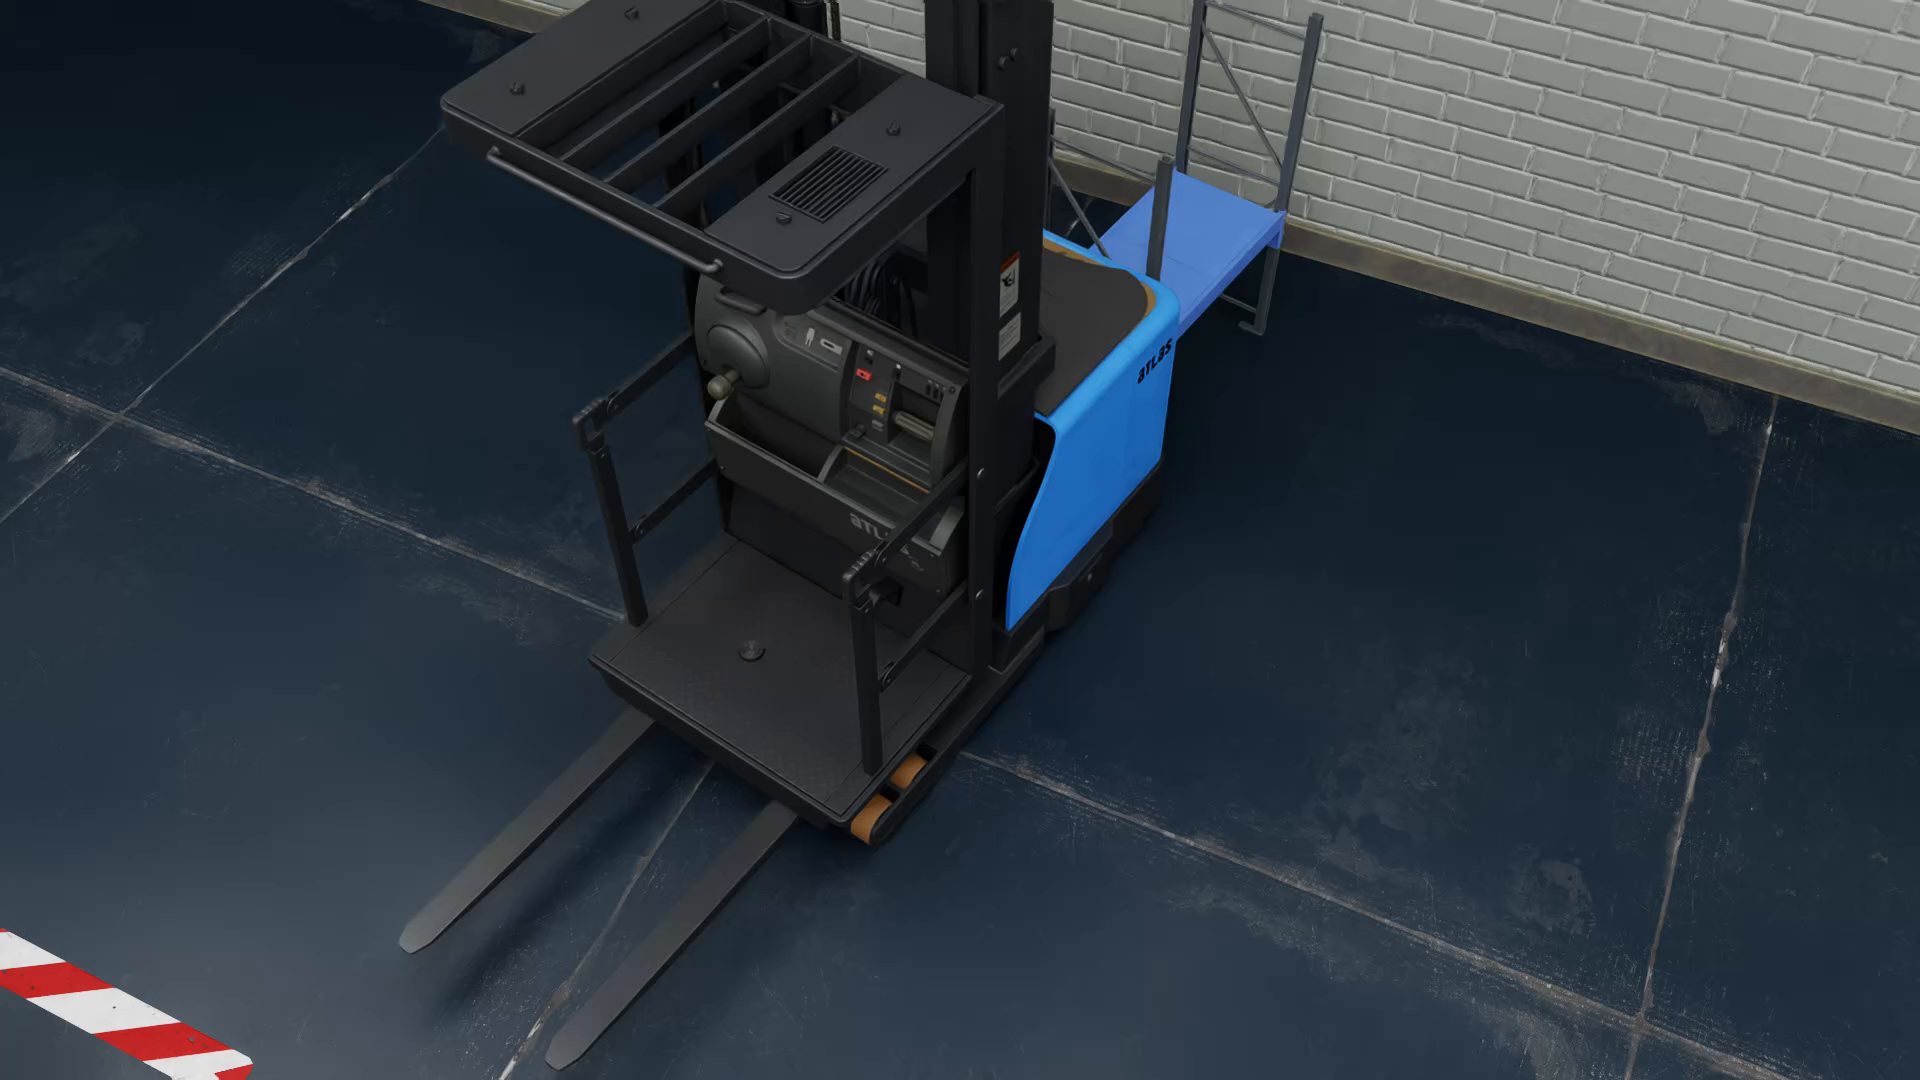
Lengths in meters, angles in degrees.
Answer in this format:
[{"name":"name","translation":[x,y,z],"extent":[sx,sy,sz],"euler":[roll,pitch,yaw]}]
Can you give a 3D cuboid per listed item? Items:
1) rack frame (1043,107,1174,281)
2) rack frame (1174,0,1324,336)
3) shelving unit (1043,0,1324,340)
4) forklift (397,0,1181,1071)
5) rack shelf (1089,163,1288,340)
[{"name":"rack frame","translation":[0.474,-0.834,5.975],"extent":[0.500,1.500,0.032],"euler":[29,55,22]},{"name":"rack frame","translation":[1.070,-1.461,6.508],"extent":[0.500,1.500,0.032],"euler":[29,55,22]},{"name":"shelving unit","translation":[0.772,-1.147,6.242],"extent":[0.538,1.500,1.048],"euler":[29,55,22]},{"name":"forklift","translation":[-0.515,-0.390,4.658],"extent":[1.130,2.935,3.031],"euler":[29,55,22]},{"name":"rack shelf","translation":[0.772,-1.031,6.379],"extent":[0.538,0.185,1.000],"euler":[29,55,22]}]
